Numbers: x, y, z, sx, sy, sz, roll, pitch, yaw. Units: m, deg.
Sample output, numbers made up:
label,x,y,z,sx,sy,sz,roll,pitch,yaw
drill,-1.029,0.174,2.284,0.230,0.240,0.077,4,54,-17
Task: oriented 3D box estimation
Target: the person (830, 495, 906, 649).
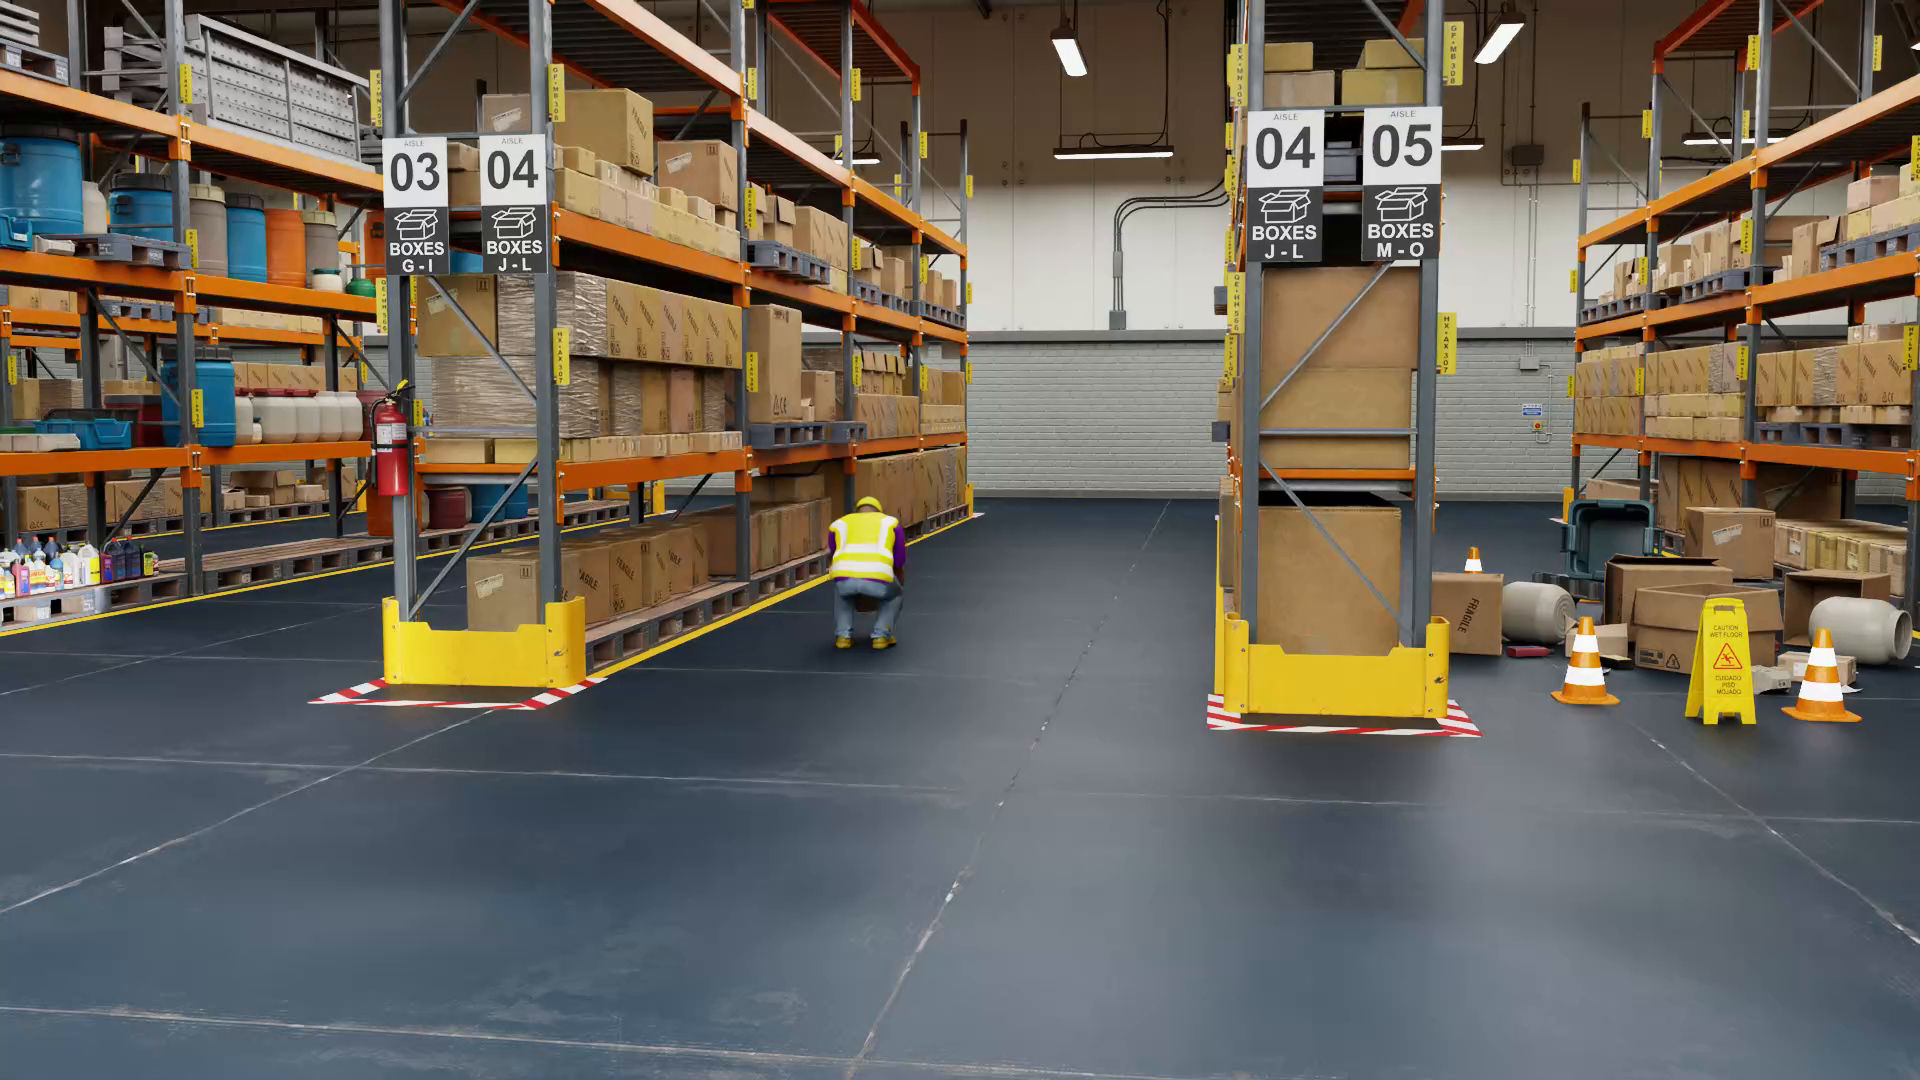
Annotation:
label,x,y,z,sx,sy,sz,roll,pitch,yaw
person,-0.652,0.212,11.603,0.522,1.018,0.959,0,4,6
